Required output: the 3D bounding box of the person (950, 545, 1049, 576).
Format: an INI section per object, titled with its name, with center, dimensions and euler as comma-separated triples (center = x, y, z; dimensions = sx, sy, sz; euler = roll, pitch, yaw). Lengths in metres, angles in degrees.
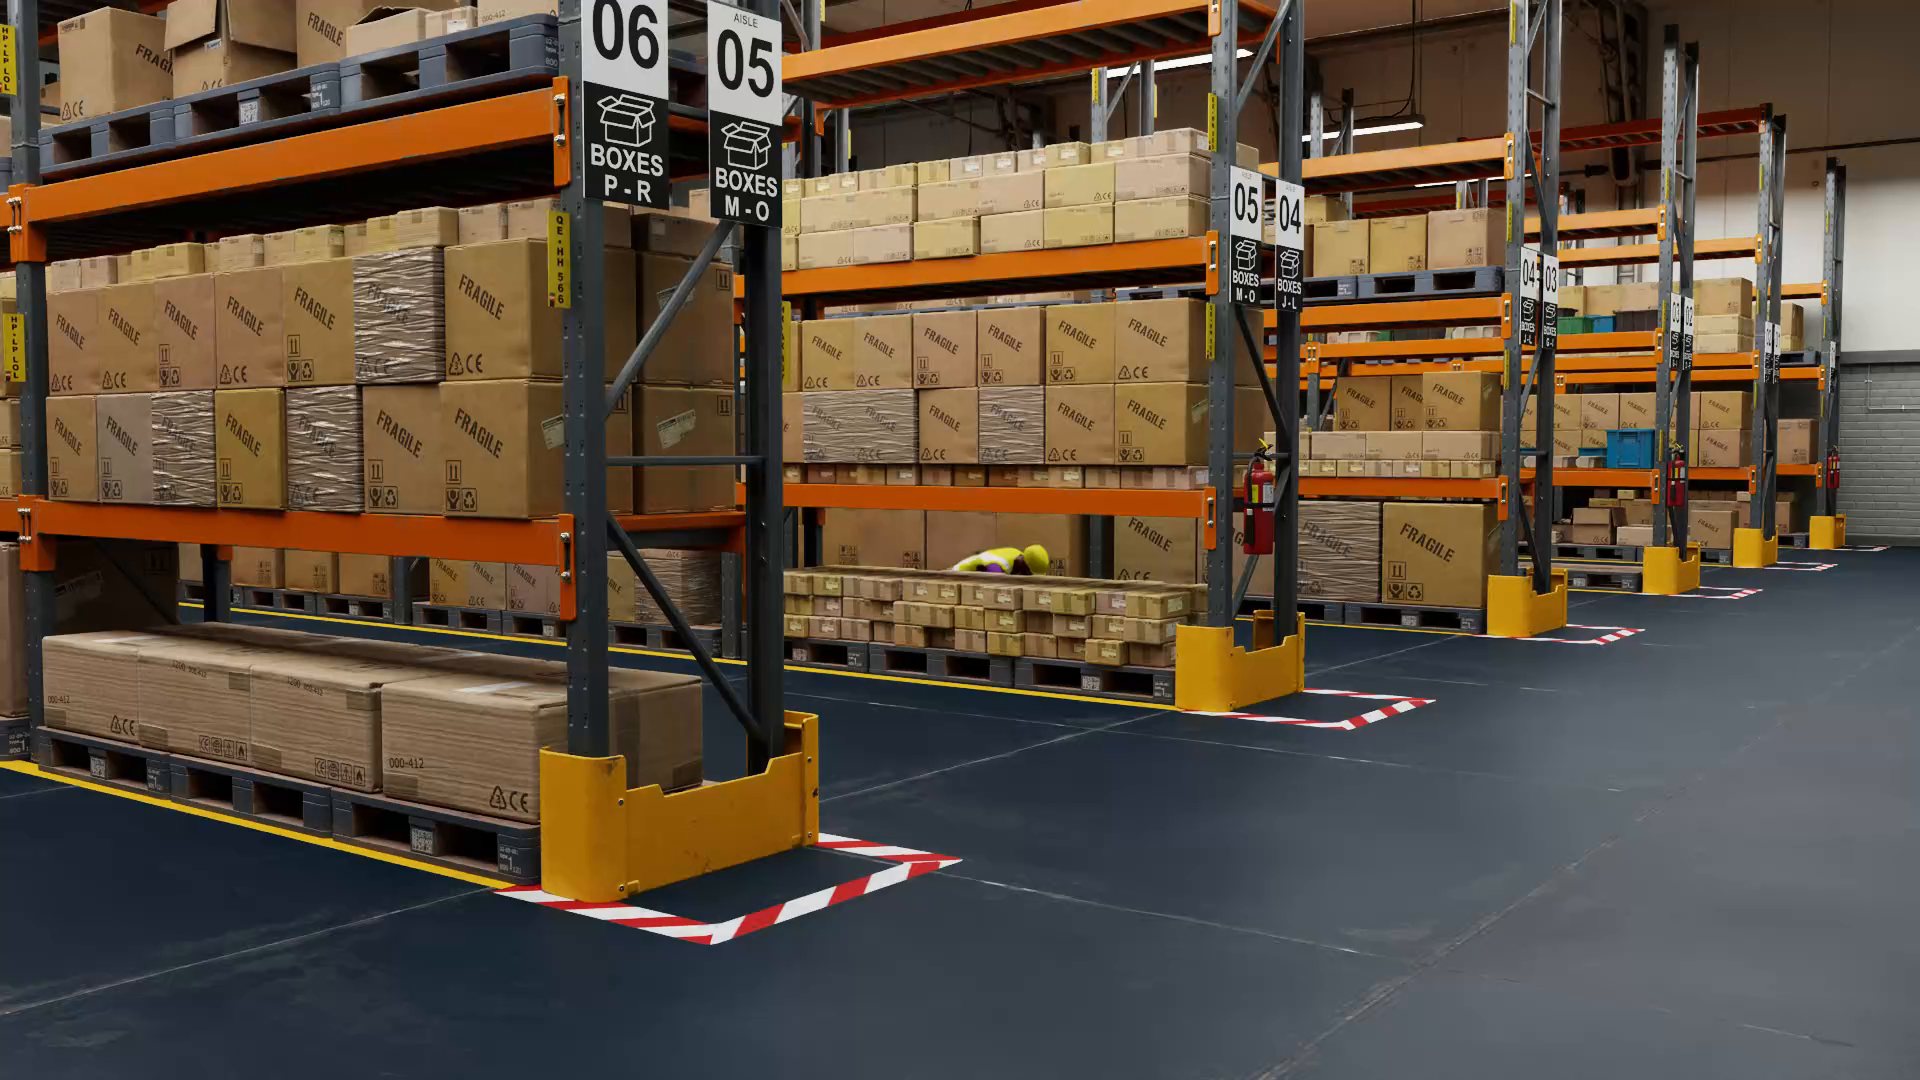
[person]
center = 0.316, 0.463, 13.272
dimensions = 0.939, 0.874, 0.531
euler = 3, 4, 42
